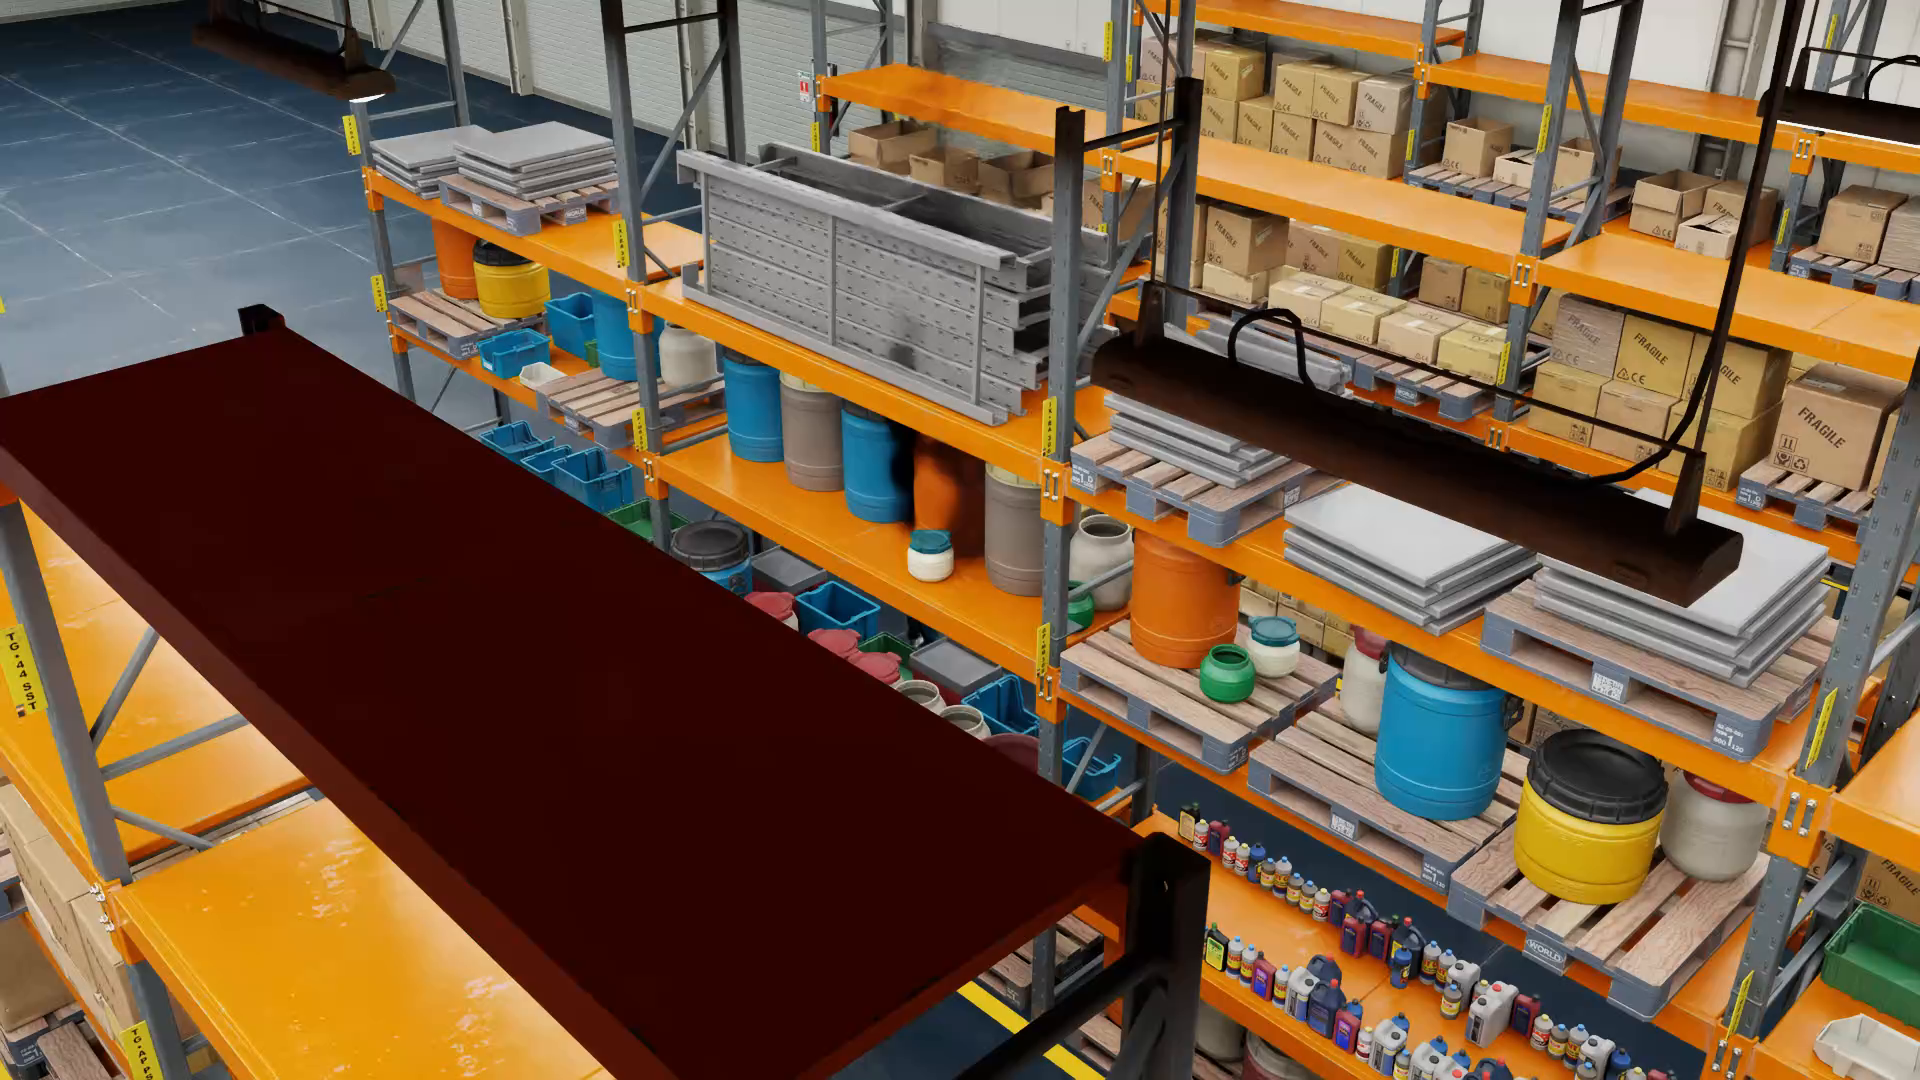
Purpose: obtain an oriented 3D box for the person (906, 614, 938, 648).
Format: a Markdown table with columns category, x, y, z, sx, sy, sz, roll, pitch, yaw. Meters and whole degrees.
| category | x | y | z | sx | sy | sz | roll | pitch | yaw |
| --- | --- | --- | --- | --- | --- | --- | --- | --- | --- |
| person | -0.395 | 0.312 | 14.000 | 0.672 | 1.671 | 0.503 | 20 | 34 | 32 |
